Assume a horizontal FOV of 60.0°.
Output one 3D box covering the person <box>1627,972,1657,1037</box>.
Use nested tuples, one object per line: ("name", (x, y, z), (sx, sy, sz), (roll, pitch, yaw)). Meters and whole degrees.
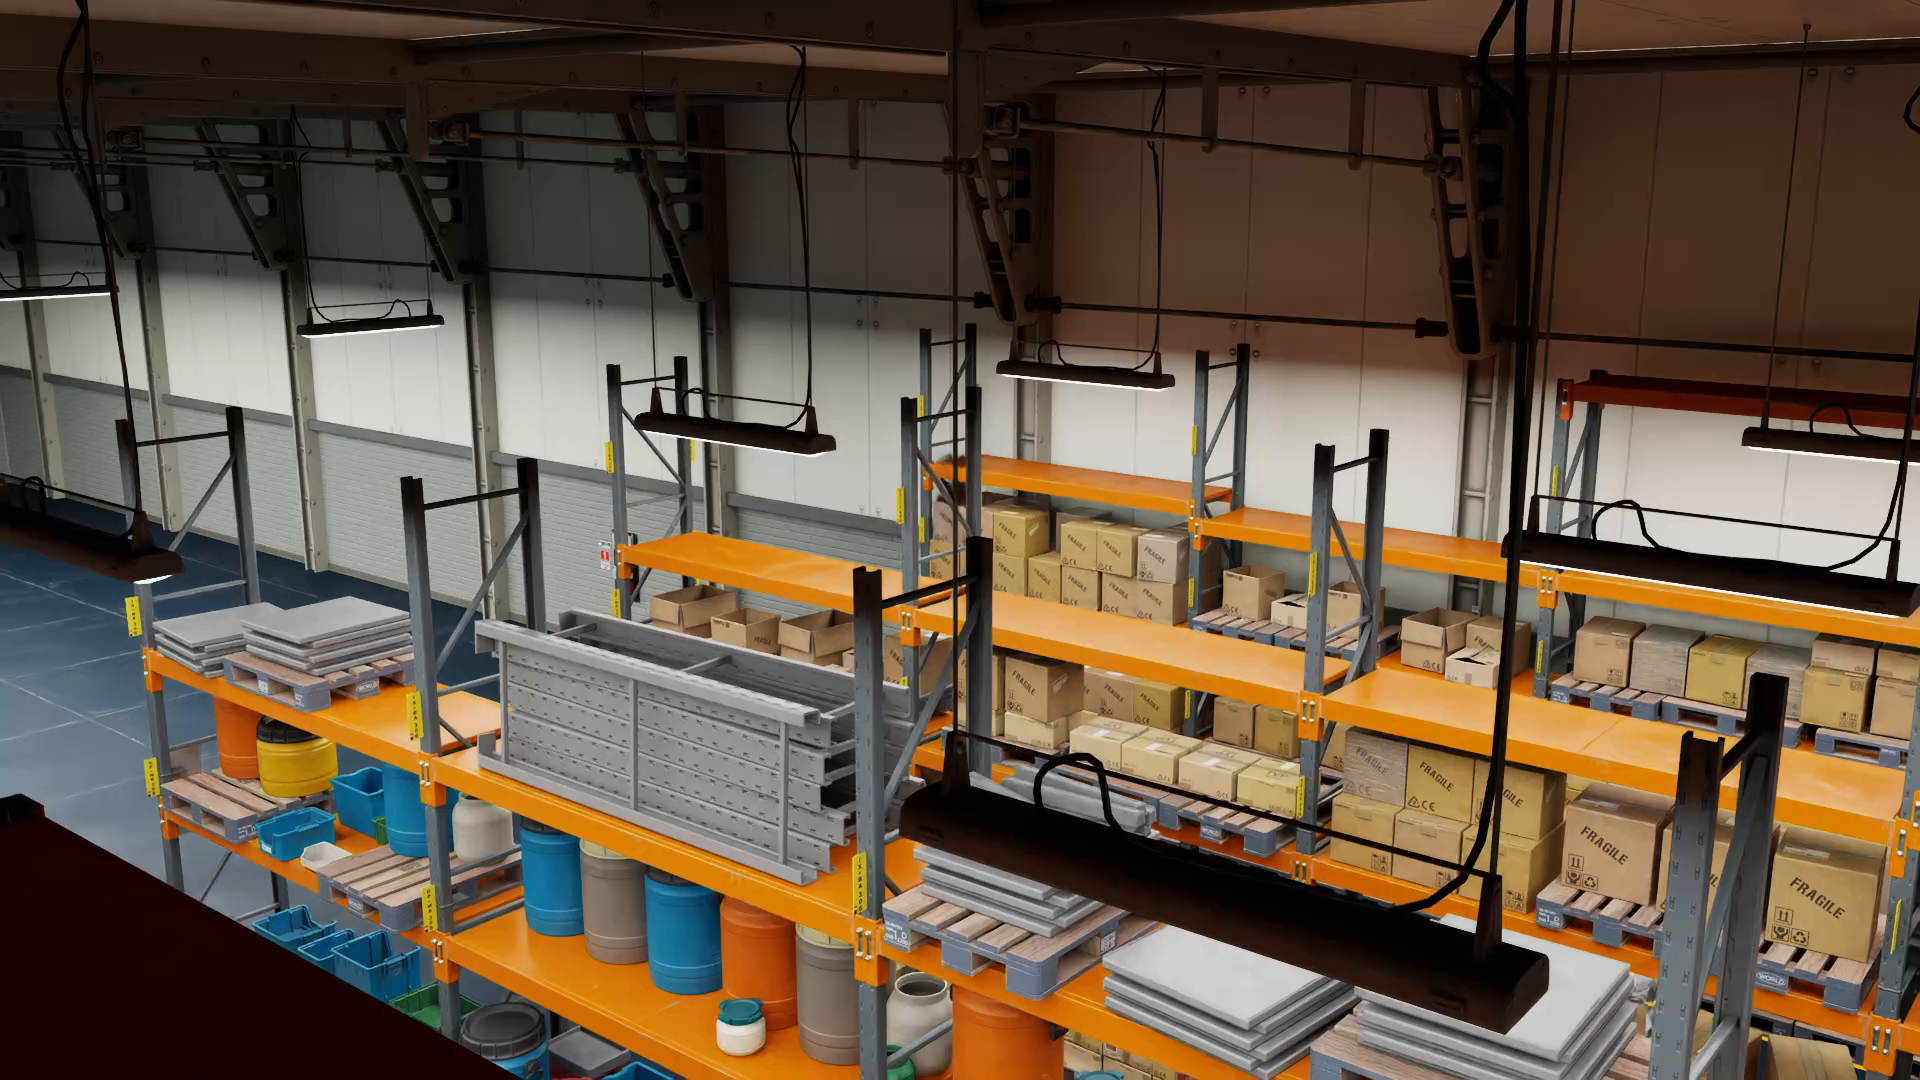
("person", (5.635, 4.172, 13.983), (0.804, 1.730, 0.591), (12, 17, 43))
